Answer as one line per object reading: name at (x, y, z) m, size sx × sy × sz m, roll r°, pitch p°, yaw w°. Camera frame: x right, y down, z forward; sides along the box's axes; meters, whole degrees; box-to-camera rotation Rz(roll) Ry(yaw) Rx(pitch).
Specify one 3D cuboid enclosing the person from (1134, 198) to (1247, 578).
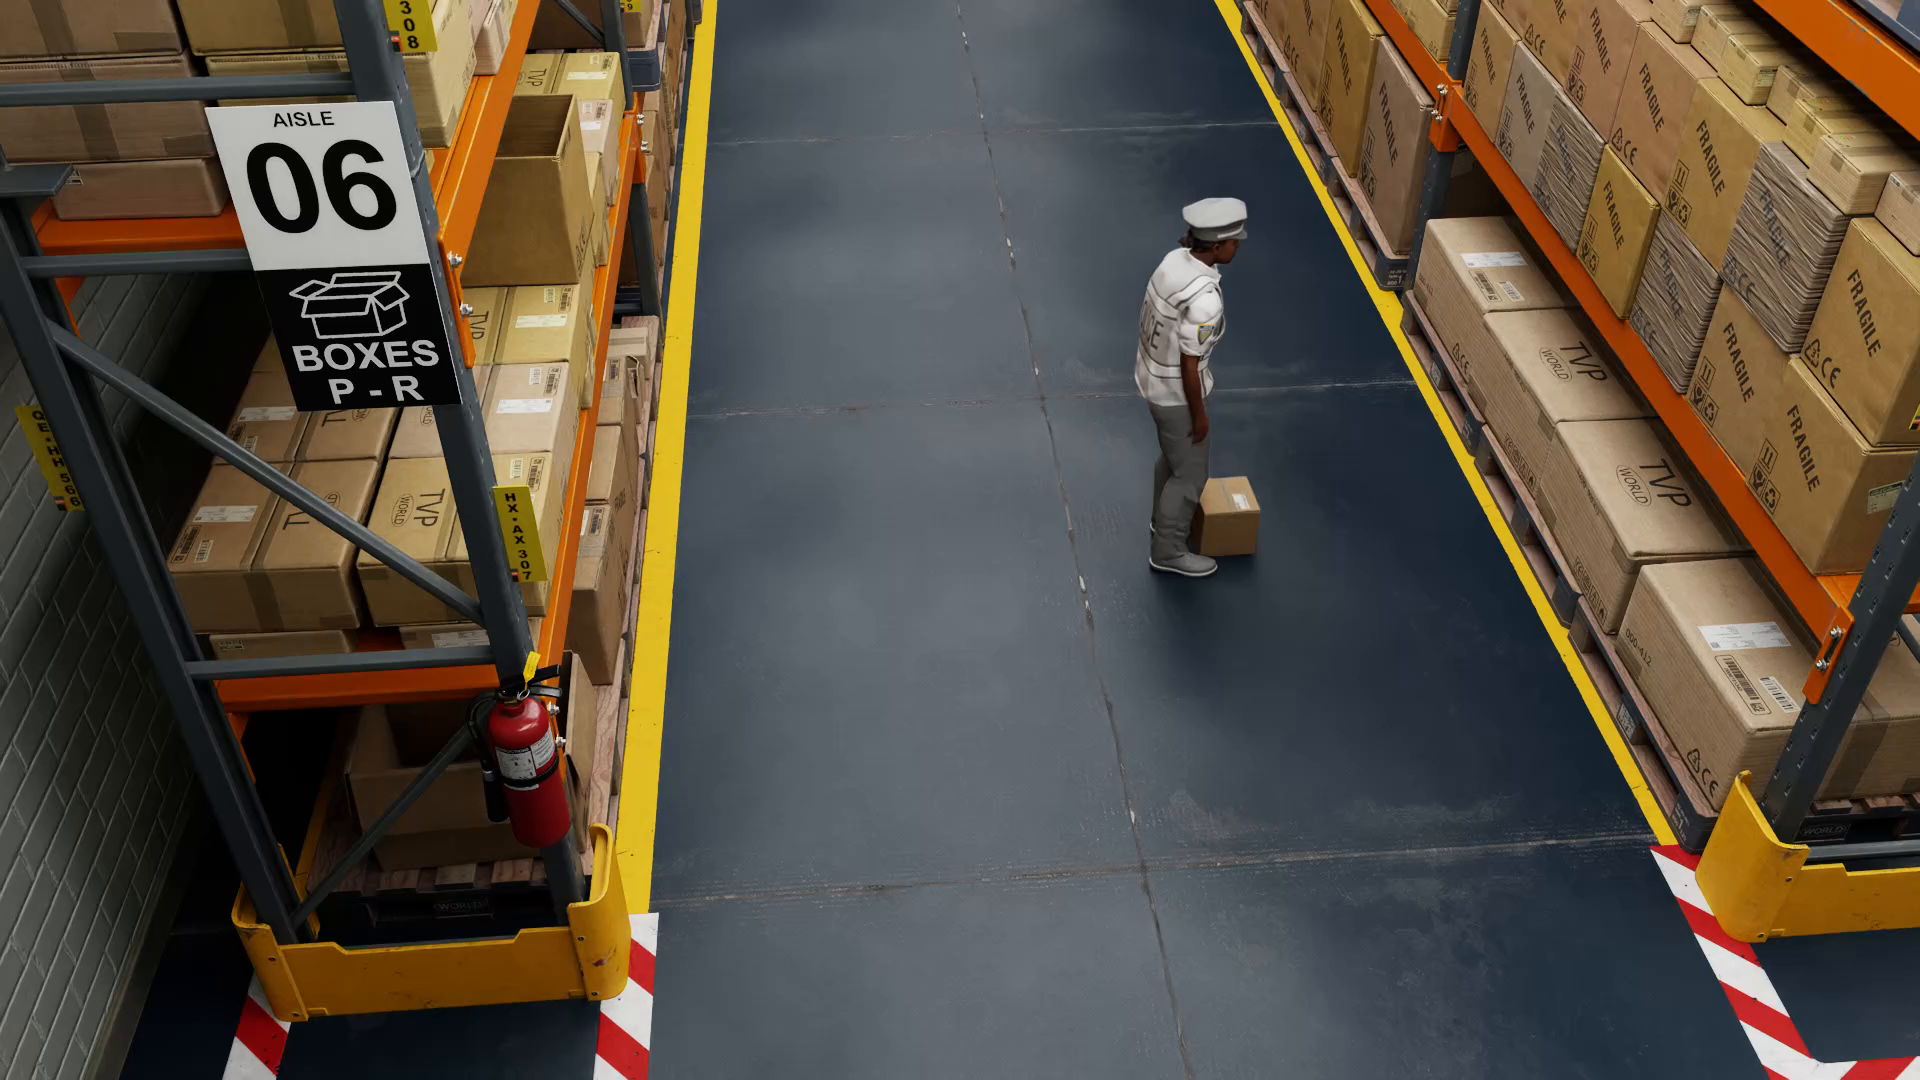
person at (0.948, -0.626, 6.921) m, size 0.426 × 1.655 × 0.515 m, roll -5°, pitch 40°, yaw -6°
